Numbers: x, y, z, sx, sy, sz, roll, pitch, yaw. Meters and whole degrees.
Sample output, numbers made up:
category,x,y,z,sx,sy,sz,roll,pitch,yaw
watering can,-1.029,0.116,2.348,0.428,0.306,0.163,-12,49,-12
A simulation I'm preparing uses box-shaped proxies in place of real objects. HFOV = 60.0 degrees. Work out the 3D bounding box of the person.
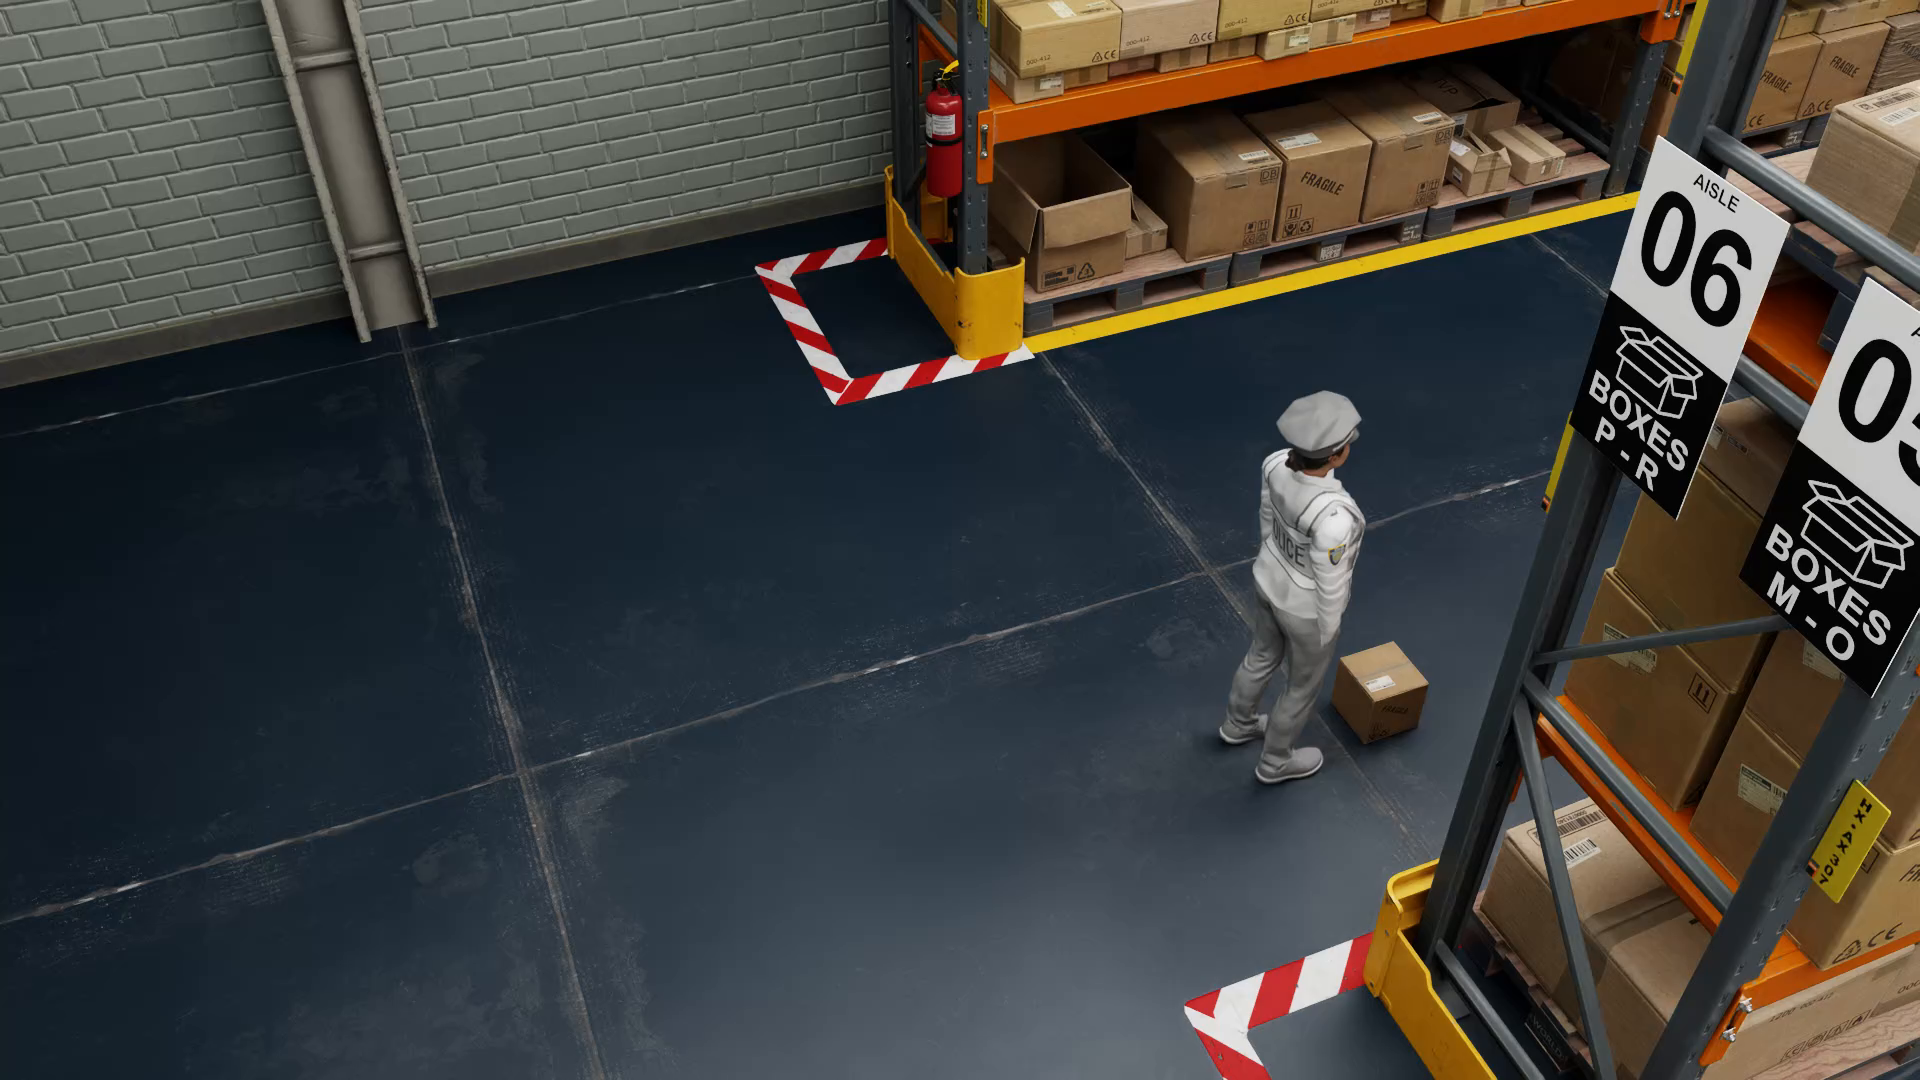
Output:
category,x,y,z,sx,sy,sz,roll,pitch,yaw
person,1.211,0.194,5.950,0.343,1.703,0.465,-14,44,-16
